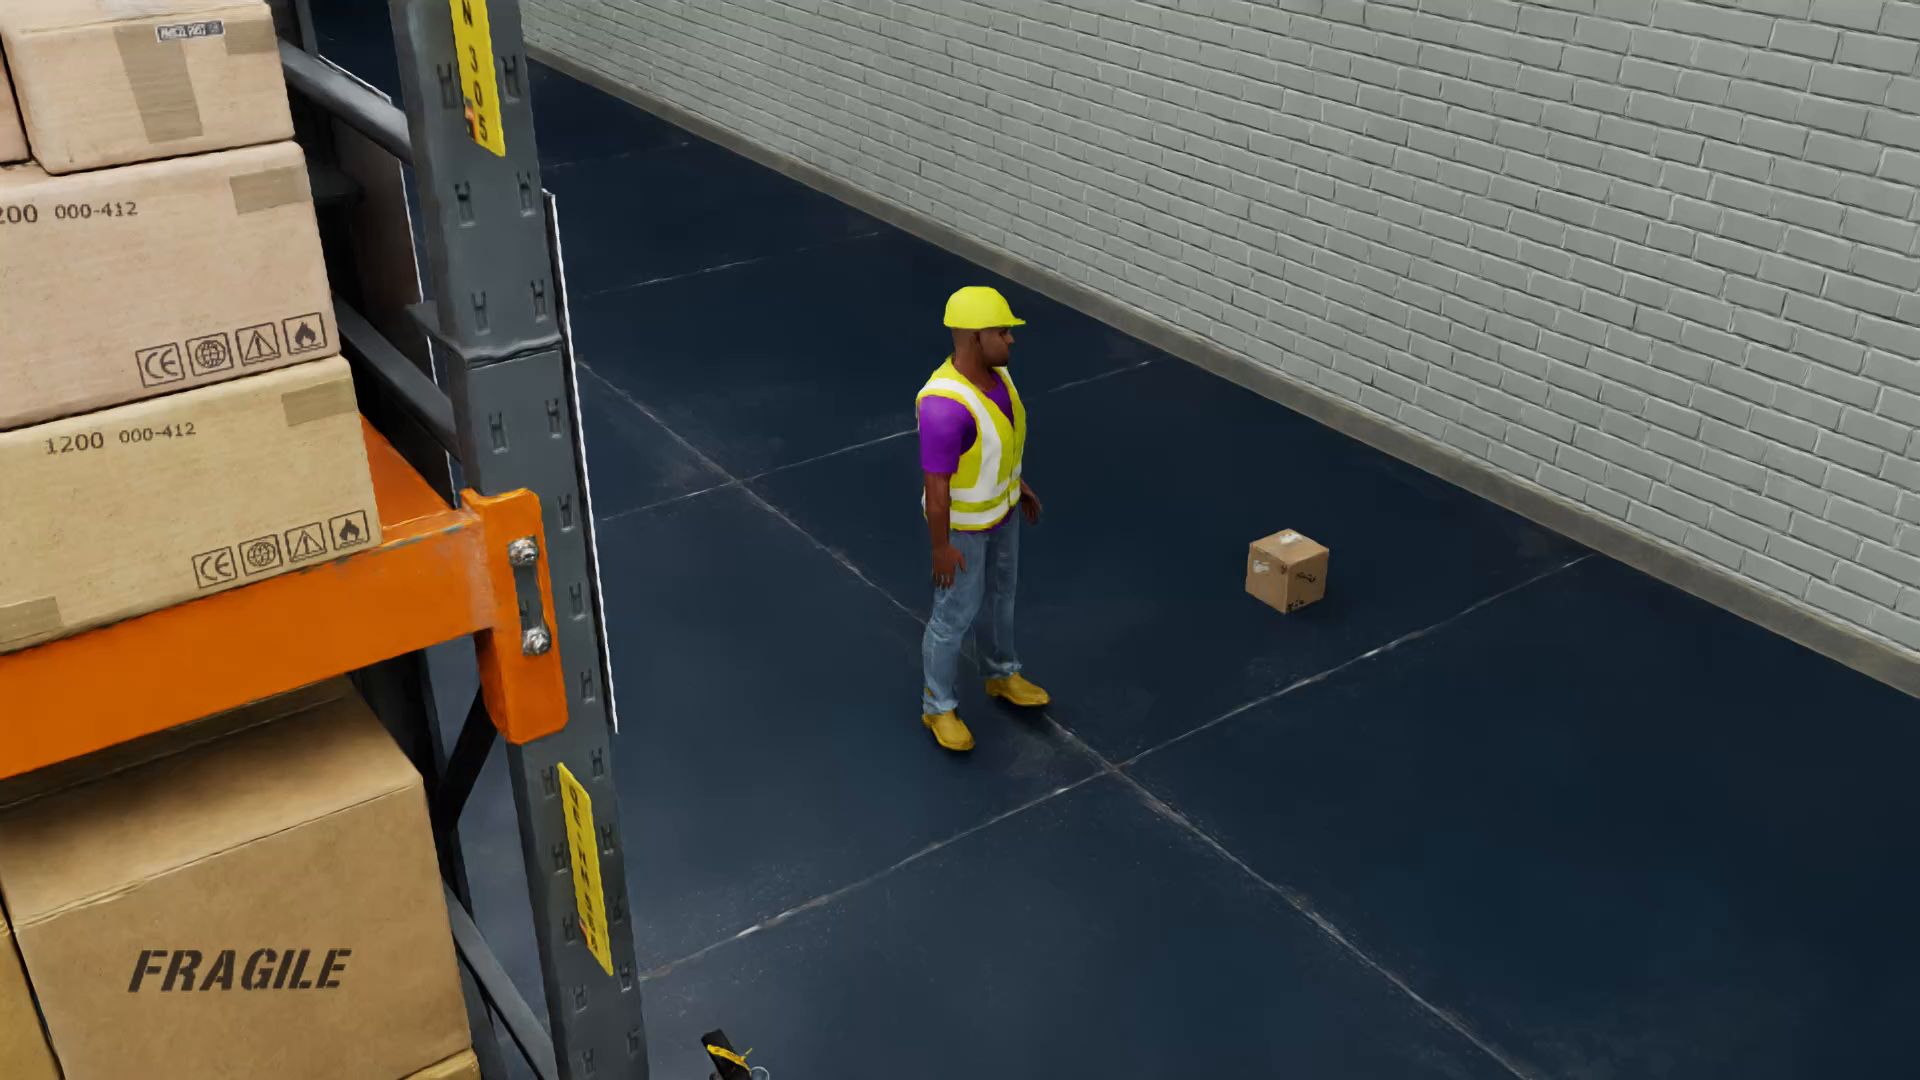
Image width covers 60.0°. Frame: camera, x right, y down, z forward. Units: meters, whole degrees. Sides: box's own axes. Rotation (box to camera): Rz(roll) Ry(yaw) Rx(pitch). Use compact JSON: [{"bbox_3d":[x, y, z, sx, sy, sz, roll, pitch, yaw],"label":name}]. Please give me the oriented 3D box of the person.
[{"bbox_3d":[0.096,-0.087,6.194,0.462,1.771,0.622,13,31,23],"label":"person"}]
